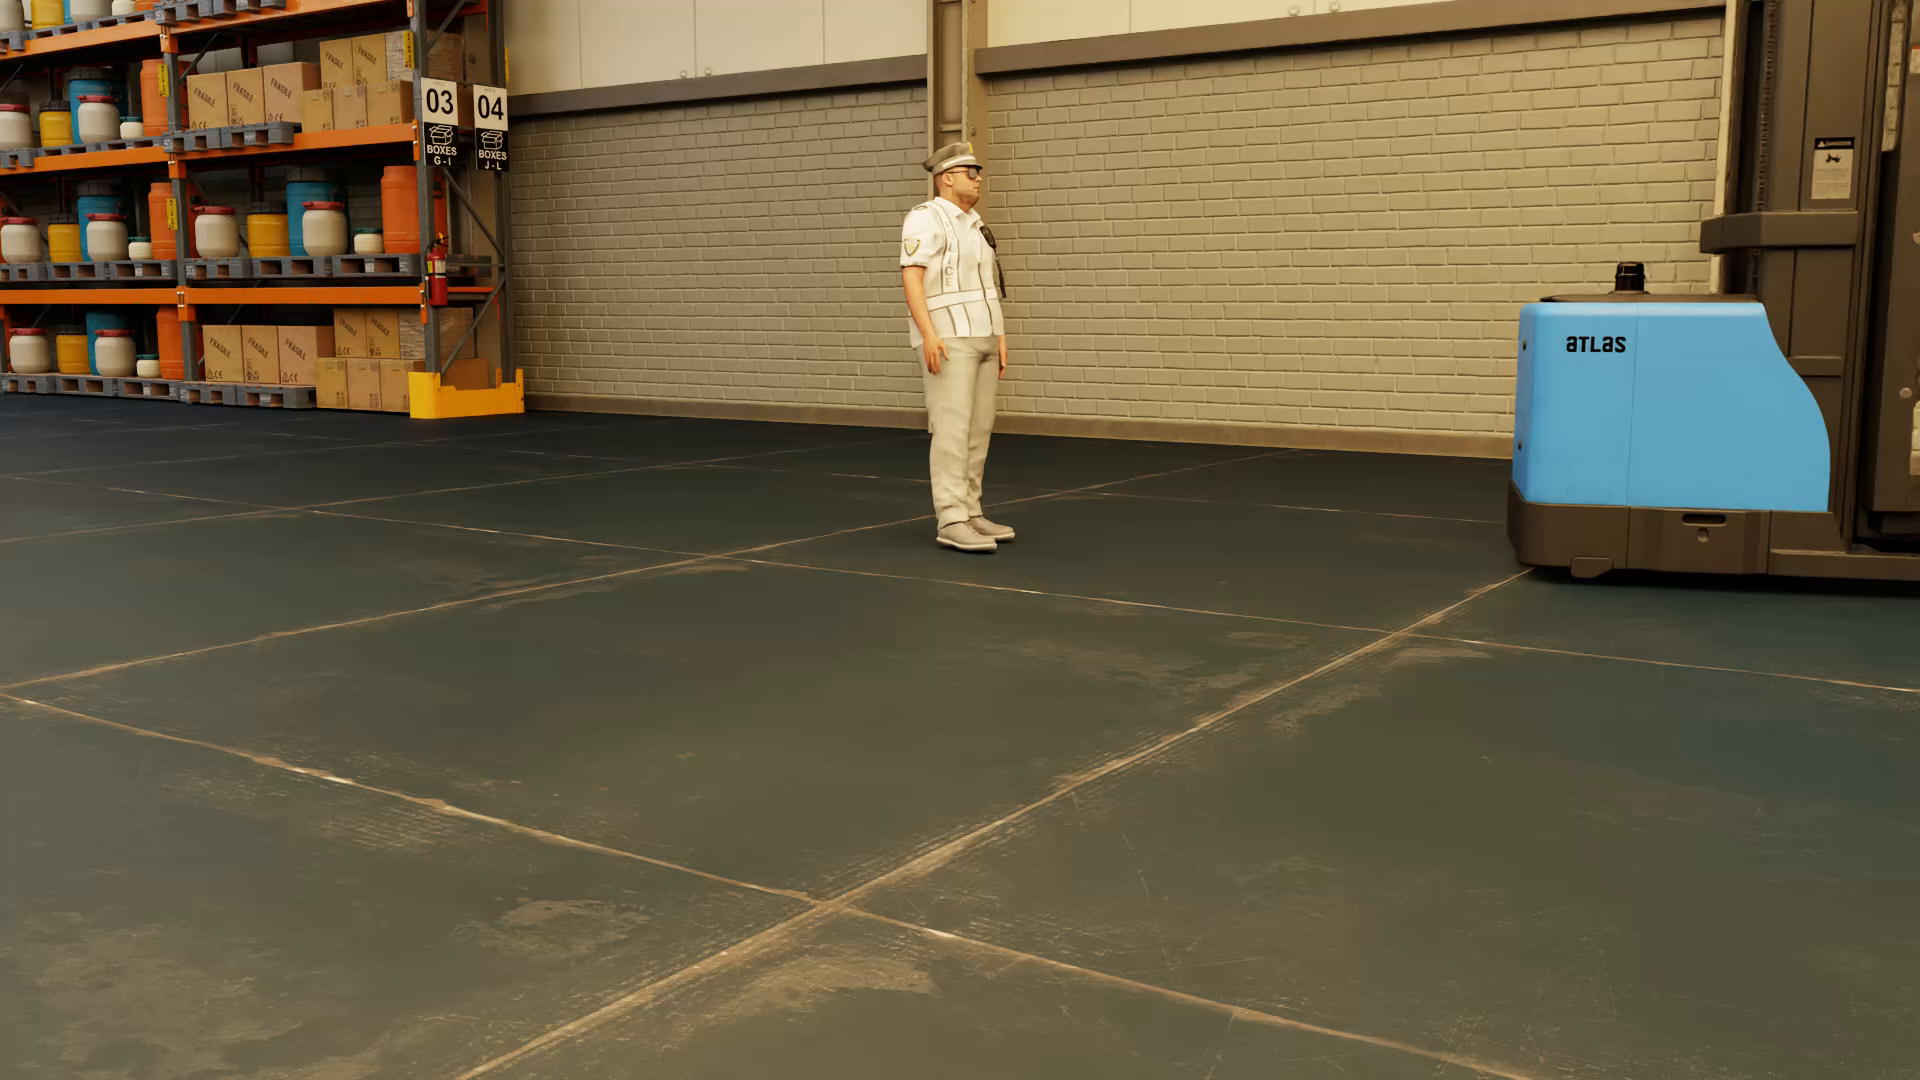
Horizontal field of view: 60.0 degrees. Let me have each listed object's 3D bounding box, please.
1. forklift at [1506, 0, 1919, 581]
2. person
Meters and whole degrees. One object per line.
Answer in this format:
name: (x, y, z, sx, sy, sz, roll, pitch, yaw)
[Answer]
forklift: (3.761, -1.300, 6.332, 3.031, 2.935, 1.130, 2, 8, 15)
person: (0.058, -0.882, 7.424, 0.574, 1.780, 0.641, 5, 10, 34)
